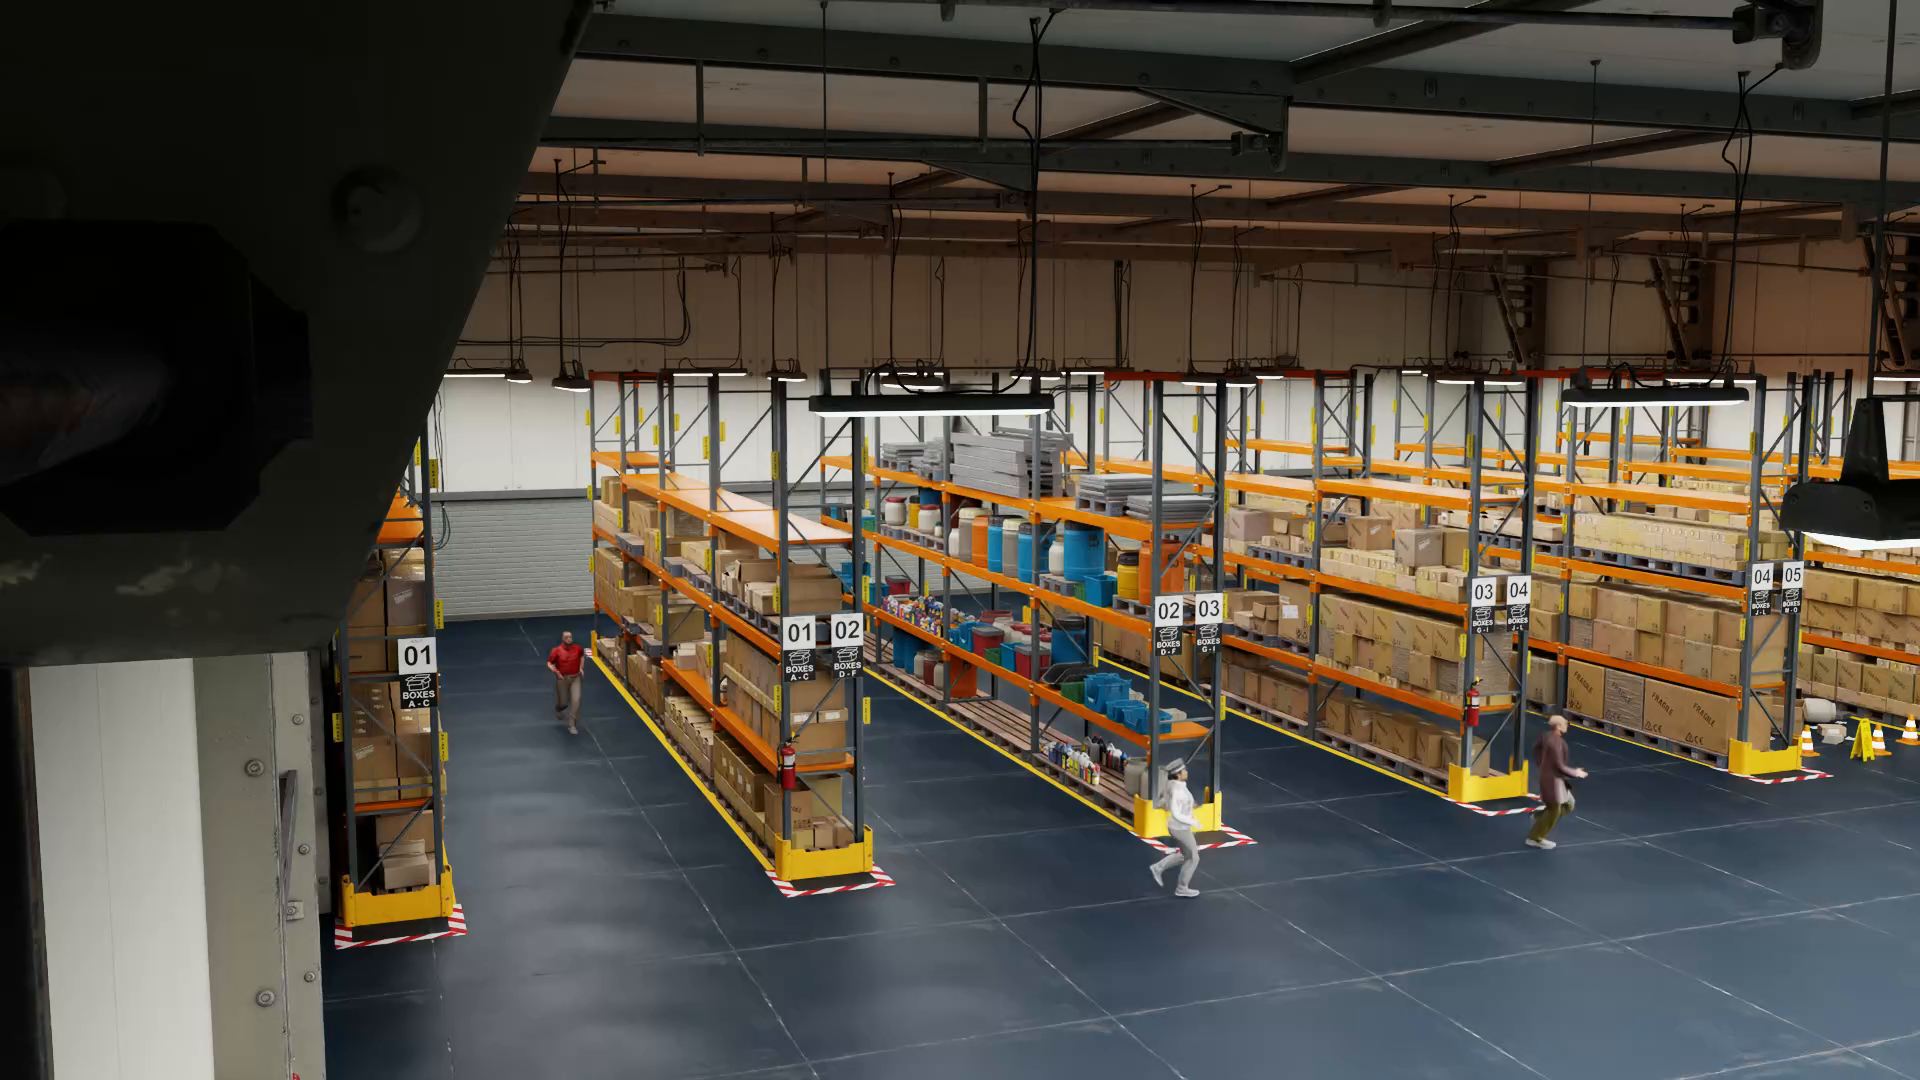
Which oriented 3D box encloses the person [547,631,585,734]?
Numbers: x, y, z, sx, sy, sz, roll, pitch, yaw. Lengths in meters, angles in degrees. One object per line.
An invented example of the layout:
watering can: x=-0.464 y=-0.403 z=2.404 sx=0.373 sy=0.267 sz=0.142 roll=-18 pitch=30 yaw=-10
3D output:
person: x=-6.623 y=2.385 z=28.072 sx=0.672 sy=1.733 sz=0.813 roll=-3 pitch=7 yaw=-28

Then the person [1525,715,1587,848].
person: x=7.649 y=3.115 z=21.321 sx=0.715 sy=1.687 sz=0.689 roll=1 pitch=6 yaw=11

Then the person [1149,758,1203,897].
person: x=2.529 y=3.356 z=19.396 sx=0.562 sy=1.635 sz=0.615 roll=0 pitch=6 yaw=-1
